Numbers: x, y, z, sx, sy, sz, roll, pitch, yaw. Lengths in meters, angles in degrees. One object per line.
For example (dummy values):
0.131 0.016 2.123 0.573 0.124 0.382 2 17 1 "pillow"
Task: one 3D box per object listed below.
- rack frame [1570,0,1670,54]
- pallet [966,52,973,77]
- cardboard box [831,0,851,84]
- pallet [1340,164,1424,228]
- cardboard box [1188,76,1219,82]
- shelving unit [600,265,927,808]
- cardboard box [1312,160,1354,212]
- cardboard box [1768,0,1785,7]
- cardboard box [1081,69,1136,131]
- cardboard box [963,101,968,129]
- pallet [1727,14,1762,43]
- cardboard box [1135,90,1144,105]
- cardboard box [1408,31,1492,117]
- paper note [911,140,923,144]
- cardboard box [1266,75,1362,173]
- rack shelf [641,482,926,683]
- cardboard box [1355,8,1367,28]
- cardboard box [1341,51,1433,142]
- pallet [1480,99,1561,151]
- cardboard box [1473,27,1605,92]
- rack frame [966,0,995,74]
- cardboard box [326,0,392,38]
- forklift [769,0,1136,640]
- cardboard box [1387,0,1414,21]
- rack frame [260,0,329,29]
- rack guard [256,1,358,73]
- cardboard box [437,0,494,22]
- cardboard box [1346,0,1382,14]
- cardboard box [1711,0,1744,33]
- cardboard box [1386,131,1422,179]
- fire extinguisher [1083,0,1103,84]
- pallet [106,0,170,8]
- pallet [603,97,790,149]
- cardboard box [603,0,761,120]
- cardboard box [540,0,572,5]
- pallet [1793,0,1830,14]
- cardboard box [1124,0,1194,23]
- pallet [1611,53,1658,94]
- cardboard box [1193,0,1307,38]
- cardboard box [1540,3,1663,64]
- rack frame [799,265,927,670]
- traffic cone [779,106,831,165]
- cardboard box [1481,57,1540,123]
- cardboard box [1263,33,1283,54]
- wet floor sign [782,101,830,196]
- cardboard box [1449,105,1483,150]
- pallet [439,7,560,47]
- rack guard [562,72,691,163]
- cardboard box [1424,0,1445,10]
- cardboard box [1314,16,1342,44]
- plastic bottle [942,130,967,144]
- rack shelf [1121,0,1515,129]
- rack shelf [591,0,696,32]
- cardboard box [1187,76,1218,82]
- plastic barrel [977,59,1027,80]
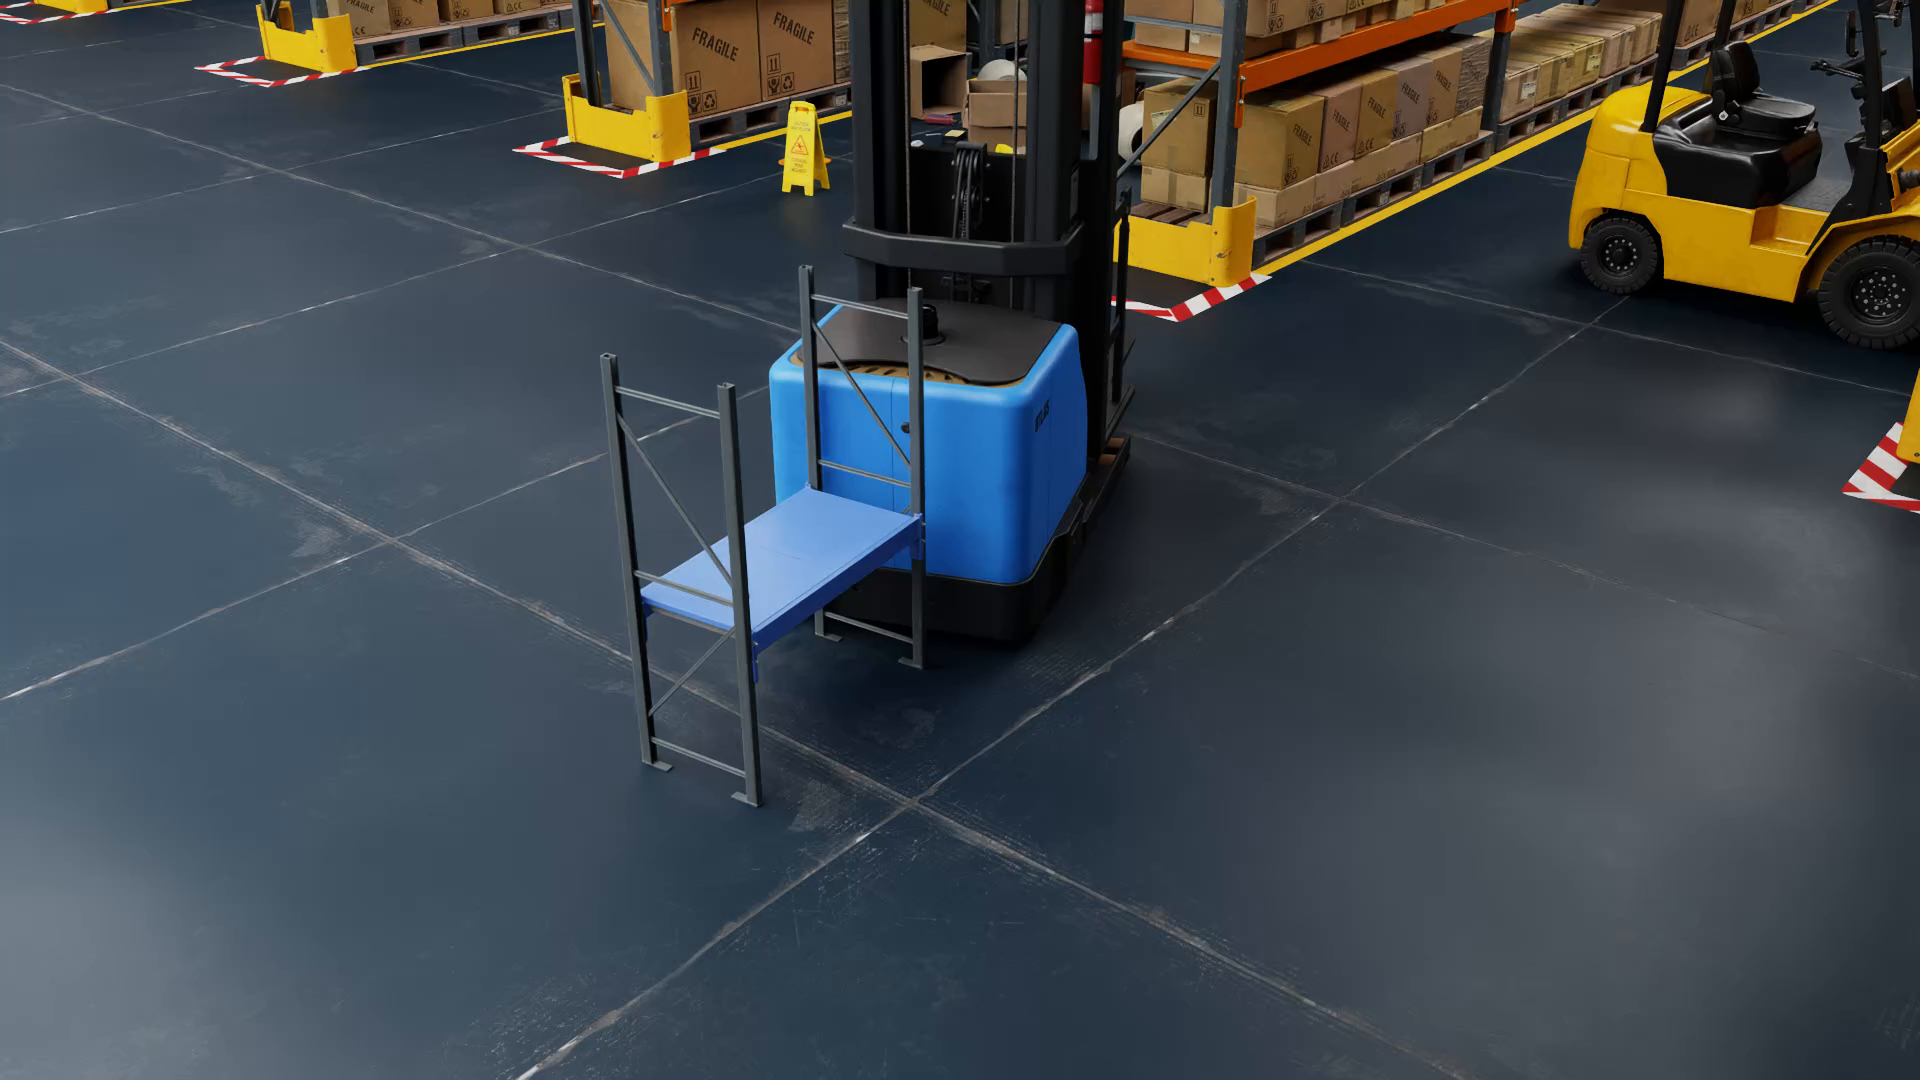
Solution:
6.333 -5.918 15.425 1.000 3.000 0.127 21 34 34 "rack frame"
-0.639 -4.425 15.575 1.003 0.211 1.213 21 34 34 "pallet"
-1.119 -4.630 14.791 0.875 0.875 0.875 21 34 35 "cardboard box"
2.613 -2.578 12.004 1.003 0.211 1.213 21 34 34 "pallet"
1.735 -3.178 11.142 0.380 0.149 0.250 22 35 36 "cardboard box"
-0.612 -0.040 5.695 0.538 1.500 1.048 16 31 28 "shelving unit"
2.302 -2.431 11.220 0.500 0.250 0.500 22 35 36 "cardboard box"
8.545 -6.336 18.088 0.875 0.875 0.875 22 35 36 "cardboard box"
0.997 -3.730 13.764 0.797 0.637 0.503 21 34 34 "cardboard box"
0.233 -3.549 13.821 0.258 0.266 0.396 -21 34 -35 "cardboard box"
7.669 -5.368 17.396 1.003 0.211 1.213 21 34 34 "pallet"
1.615 -3.624 13.966 0.258 0.266 0.396 0 27 0 "cardboard box"
3.620 -3.510 12.490 0.500 0.500 0.500 20 34 34 "cardboard box"
-0.358 -3.218 13.439 0.142 0.017 0.144 -15 31 -27 "paper note"
2.315 -2.780 11.079 0.500 0.500 0.500 19 33 33 "cardboard box"
-0.612 0.120 5.777 0.538 0.185 1.000 16 31 28 "rack shelf"
2.459 -3.483 10.992 0.380 0.149 0.250 22 35 36 "cardboard box"
2.974 -3.148 11.790 0.500 0.500 0.500 23 35 37 "cardboard box"
4.283 -3.538 13.859 1.003 0.211 1.213 21 34 34 "pallet"
5.016 -4.209 14.524 0.950 0.372 0.625 22 35 36 "cardboard box"
-0.095 -5.911 15.411 1.000 3.000 0.127 21 34 34 "rack frame"
-5.992 -5.271 16.437 0.500 0.500 0.500 -21 34 -35 "cardboard box"
0.178 -1.578 7.110 1.130 2.935 3.031 8 28 15 "forklift"
2.855 -3.640 11.296 0.380 0.149 0.250 21 34 35 "cardboard box"
-6.402 -5.978 15.541 1.000 3.000 0.127 21 34 34 "rack frame"
-6.354 -4.895 16.167 1.175 0.500 0.348 21 34 34 "rack guard"
-5.225 -5.709 17.285 0.500 0.500 0.500 25 36 39 "cardboard box"
2.410 -3.711 10.726 0.500 0.500 0.500 20 33 33 "cardboard box"
7.407 -5.696 16.852 0.875 0.875 0.875 21 34 35 "cardboard box"
2.962 -2.806 11.946 0.500 0.250 0.500 21 34 35 "cardboard box"
0.816 -3.141 10.142 0.296 0.674 0.183 21 34 34 "fire extinguisher"
-9.691 -6.514 19.612 1.003 0.211 1.213 21 34 34 "pallet"
-2.191 -3.560 13.902 1.003 0.211 1.213 21 34 34 "pallet"
-2.259 -3.995 13.563 0.875 0.875 0.875 21 34 35 "cardboard box"
-4.502 -6.137 18.112 0.500 0.500 0.500 -16 31 -28 "cardboard box"
9.422 -6.344 19.284 1.003 0.211 1.213 21 34 34 "pallet"
1.377 -3.531 10.379 0.500 0.500 0.500 20 33 34 "cardboard box"
5.835 -4.403 15.531 1.003 0.211 1.213 21 34 34 "pallet"
1.760 -3.345 10.019 0.500 0.500 0.500 20 34 34 "cardboard box"
5.966 -4.740 15.551 0.950 0.372 0.625 18 32 31 "cardboard box"
-0.347 -0.239 6.080 0.500 1.500 0.032 16 31 28 "rack frame"
-1.206 -3.139 12.814 0.336 0.463 0.334 21 34 34 "traffic cone"
4.121 -3.706 13.552 0.950 0.372 0.625 21 34 35 "cardboard box"
1.770 -3.124 10.297 0.380 0.149 0.250 21 34 35 "cardboard box"
-1.130 -2.858 12.072 0.267 0.644 0.232 15 31 26 "wet floor sign"
3.620 -3.177 12.662 0.500 0.250 0.500 23 35 37 "cardboard box"
-5.033 -5.475 17.603 1.003 0.211 1.213 21 34 34 "pallet"
-2.654 -3.374 13.227 1.175 0.500 0.348 21 34 34 "rack guard"
3.176 -3.824 11.651 0.380 0.149 0.250 20 34 34 "cardboard box"
2.198 -3.271 10.581 0.380 0.149 0.250 21 34 35 "cardboard box"
-0.036 -3.294 13.550 0.133 0.061 0.283 9 29 17 "plastic bottle"
2.517 -3.471 11.478 1.077 0.370 4.000 21 34 34 "rack shelf"
-1.367 -4.882 14.206 1.077 0.370 4.000 21 34 34 "rack shelf"
1.883 -2.926 11.361 0.500 0.500 0.500 22 35 36 "cardboard box"
0.367 -3.916 14.359 0.421 0.421 0.512 -5 28 -9 "plastic barrel"
